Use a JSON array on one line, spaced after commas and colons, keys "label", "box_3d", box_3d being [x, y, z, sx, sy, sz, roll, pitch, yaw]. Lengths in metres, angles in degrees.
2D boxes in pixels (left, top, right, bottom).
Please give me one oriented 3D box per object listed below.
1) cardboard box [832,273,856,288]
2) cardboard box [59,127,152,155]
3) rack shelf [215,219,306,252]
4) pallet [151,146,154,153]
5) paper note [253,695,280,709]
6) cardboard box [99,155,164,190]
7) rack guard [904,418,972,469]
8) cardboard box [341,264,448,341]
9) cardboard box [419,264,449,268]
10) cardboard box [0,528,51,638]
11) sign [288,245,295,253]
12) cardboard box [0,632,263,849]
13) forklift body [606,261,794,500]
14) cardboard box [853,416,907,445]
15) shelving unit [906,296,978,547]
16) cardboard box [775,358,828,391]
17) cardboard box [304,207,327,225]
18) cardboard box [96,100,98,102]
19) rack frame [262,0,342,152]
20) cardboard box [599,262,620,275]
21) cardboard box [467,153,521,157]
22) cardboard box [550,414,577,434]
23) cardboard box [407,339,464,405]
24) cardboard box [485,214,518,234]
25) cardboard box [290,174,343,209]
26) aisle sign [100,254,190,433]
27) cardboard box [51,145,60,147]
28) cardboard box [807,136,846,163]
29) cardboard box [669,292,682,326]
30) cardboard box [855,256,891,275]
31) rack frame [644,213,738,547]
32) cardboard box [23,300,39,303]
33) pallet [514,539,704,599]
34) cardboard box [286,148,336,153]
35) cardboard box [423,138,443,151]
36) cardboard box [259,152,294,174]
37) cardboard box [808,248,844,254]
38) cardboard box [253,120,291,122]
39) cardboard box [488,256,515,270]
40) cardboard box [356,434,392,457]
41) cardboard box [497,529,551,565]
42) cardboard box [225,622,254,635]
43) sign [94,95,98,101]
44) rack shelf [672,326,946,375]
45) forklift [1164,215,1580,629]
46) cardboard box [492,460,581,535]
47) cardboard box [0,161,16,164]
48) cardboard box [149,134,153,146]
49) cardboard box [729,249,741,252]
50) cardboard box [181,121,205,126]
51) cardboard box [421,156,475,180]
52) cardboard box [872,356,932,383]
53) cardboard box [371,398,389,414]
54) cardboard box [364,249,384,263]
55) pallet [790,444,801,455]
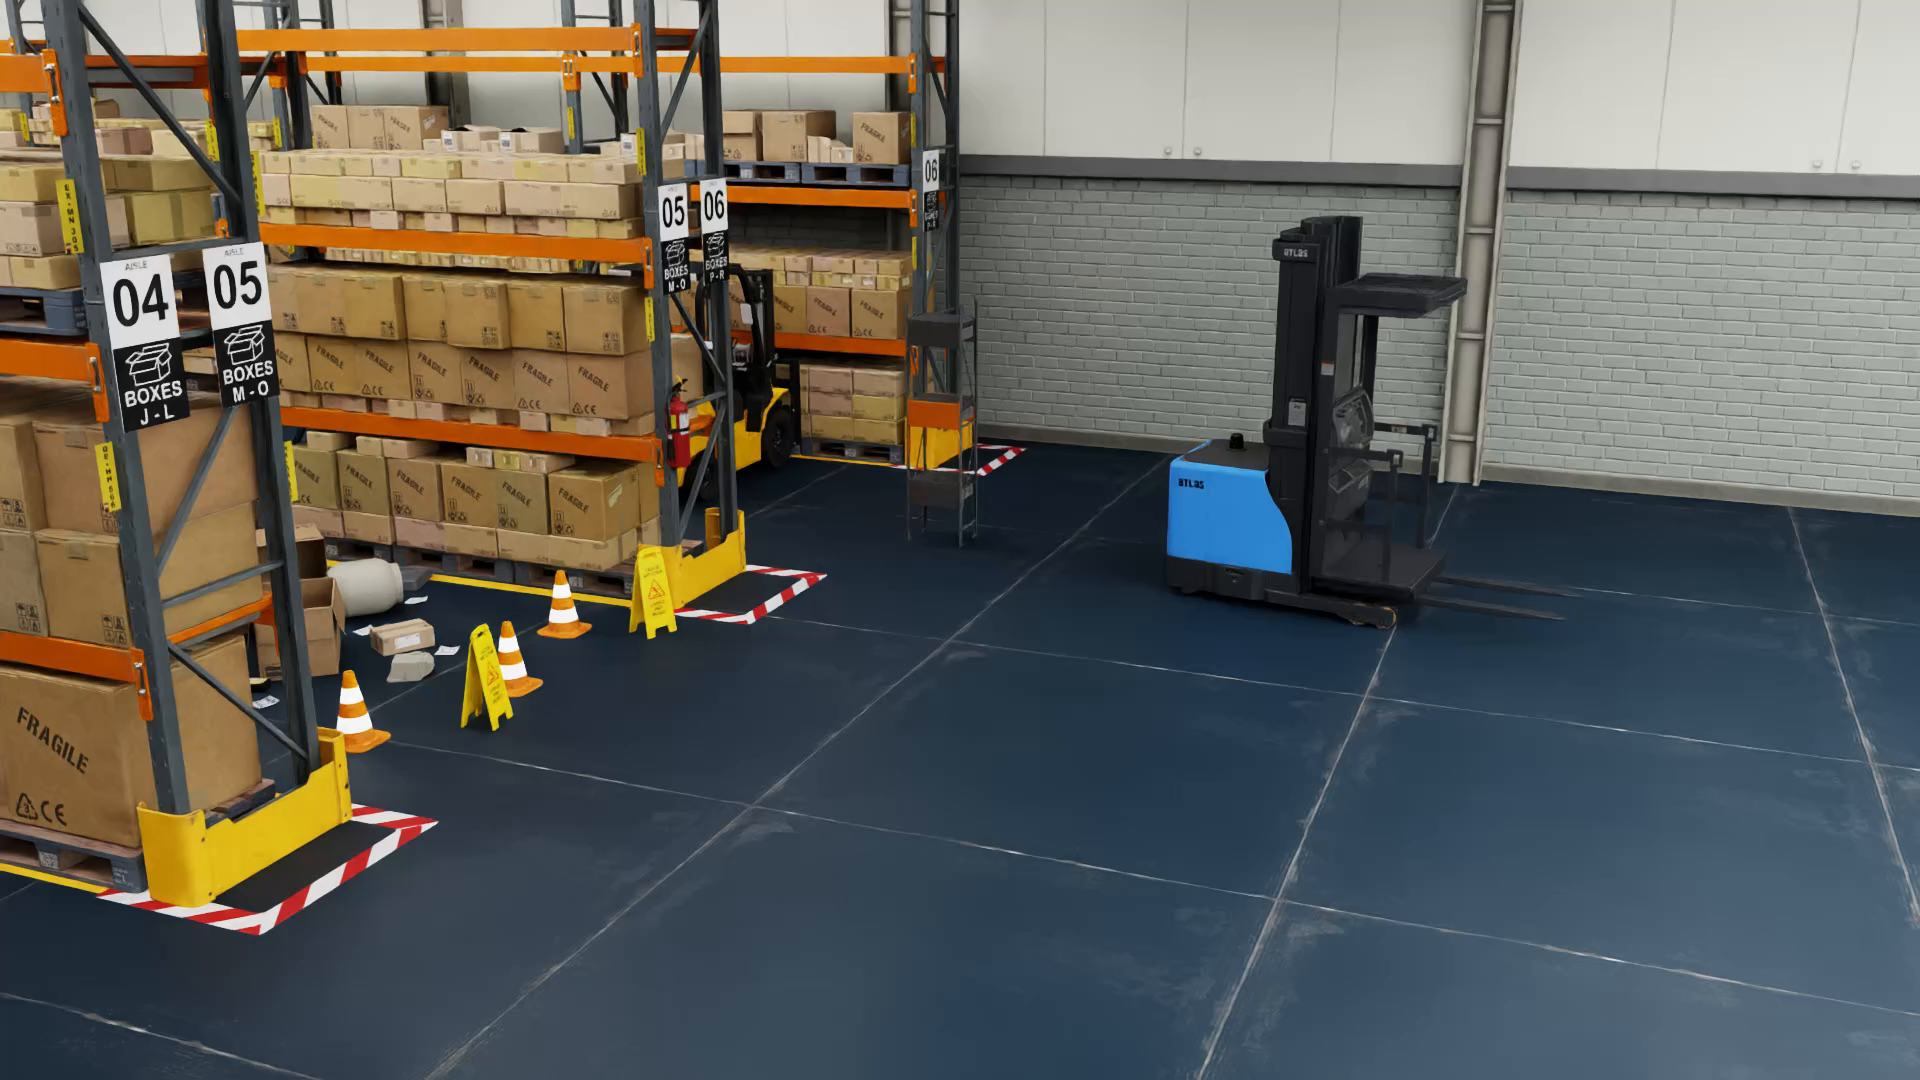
[{"label": "cardboard box", "box_3d": [-1.137, -2.729, 17.352, 0.250, 0.149, 0.380, 7, 17, 22]}, {"label": "cardboard box", "box_3d": [-7.326, -3.403, 14.253, 0.500, 0.250, 0.500, 7, 17, 22]}, {"label": "rack shelf", "box_3d": [-7.643, -2.767, 14.735, 4.000, 0.370, 1.077, 6, 17, 21]}, {"label": "pallet", "box_3d": [-9.860, -4.734, 20.556, 1.003, 0.211, 1.213, 6, 17, 21]}, {"label": "paper note", "box_3d": [-4.581, 1.066, 10.950, 0.142, 0.017, 0.144, 14, 21, 40]}, {"label": "cardboard box", "box_3d": [-4.210, -1.859, 8.405, 0.250, 0.149, 0.380, 6, 17, 21]}, {"label": "rack guard", "box_3d": [-0.221, -1.143, 17.714, 0.348, 0.500, 1.175, 6, 17, 21]}, {"label": "cardboard box", "box_3d": [-4.528, -1.921, 13.404, 0.500, 0.500, 0.700, 6, 17, 19]}, {"label": "cardboard box", "box_3d": [-5.932, -3.068, 19.234, 0.500, 0.250, 0.500, 7, 17, 21]}, {"label": "cardboard box", "box_3d": [-4.665, 0.087, 8.725, 0.550, 0.550, 0.875, 6, 17, 21]}, {"label": "sign", "box_3d": [-7.876, -3.541, 19.555, 0.005, 0.325, 0.100, 6, 17, 21]}, {"label": "cardboard box", "box_3d": [-4.439, 1.002, 8.898, 0.875, 0.875, 0.875, 6, 17, 21]}, {"label": "forklift body", "box_3d": [-2.677, -1.659, 16.531, 1.214, 2.155, 2.313, 6, 17, 21]}, {"label": "cardboard box", "box_3d": [-0.797, -1.193, 17.582, 0.500, 0.250, 0.500, 6, 17, 21]}, {"label": "shelving unit", "box_3d": [-0.154, -1.025, 14.439, 0.503, 2.100, 0.431, 6, 17, 21]}, {"label": "cardboard box", "box_3d": [-1.737, -1.773, 17.787, 0.500, 0.250, 0.500, 7, 17, 21]}, {"label": "cardboard box", "box_3d": [-5.088, -2.654, 13.505, 0.250, 0.149, 0.380, 6, 17, 21]}, {"label": "cardboard box", "box_3d": [-11.097, -5.471, 21.001, 0.258, 0.266, 0.396, 6, 17, 20]}, {"label": "rack frame", "box_3d": [-7.686, -6.045, 19.357, 0.127, 3.000, 1.000, 6, 17, 21]}, {"label": "cardboard box", "box_3d": [-3.765, -3.014, 18.332, 0.250, 0.149, 0.380, 6, 17, 20]}, {"label": "cardboard box", "box_3d": [-3.721, -3.014, 13.316, 0.250, 0.149, 0.380, 7, 17, 22]}, {"label": "cardboard box", "box_3d": [-2.995, -0.949, 13.014, 0.250, 0.149, 0.380, 6, 17, 20]}, {"label": "cardboard box", "box_3d": [-4.060, -1.394, 13.384, 0.500, 0.500, 0.500, 6, 17, 21]}, {"label": "cardboard box", "box_3d": [-3.435, -2.451, 12.808, 0.250, 0.149, 0.380, 6, 17, 20]}, {"label": "cardboard box", "box_3d": [-4.990, -2.812, 13.336, 0.500, 0.250, 0.500, 6, 17, 20]}, {"label": "aisle sign", "box_3d": [-3.828, -0.928, 7.825, 0.004, 0.787, 0.394, 6, 17, 21]}, {"label": "cardboard box", "box_3d": [-11.773, -5.210, 21.597, 0.500, 0.250, 0.500, 6, 17, 19]}, {"label": "cardboard box", "box_3d": [-1.362, -4.004, 17.012, 0.258, 0.266, 0.396, 6, 17, 21]}, {"label": "cardboard box", "box_3d": [-3.157, -2.641, 18.212, 0.500, 0.500, 0.500, 7, 17, 22]}, {"label": "cardboard box", "box_3d": [-0.895, -2.848, 17.226, 0.250, 0.149, 0.380, 6, 17, 21]}, {"label": "rack frame", "box_3d": [-2.062, -1.058, 12.939, 0.127, 3.000, 1.000, 6, 17, 21]}, {"label": "cardboard box", "box_3d": [-8.186, -2.059, 14.920, 0.500, 0.500, 0.500, 7, 17, 22]}, {"label": "pallet", "box_3d": [-2.875, 0.181, 13.672, 1.213, 0.211, 1.003, 6, 17, 21]}, {"label": "cardboard box", "box_3d": [-5.408, -3.194, 13.937, 0.250, 0.149, 0.380, 7, 17, 22]}, {"label": "cardboard box", "box_3d": [-5.817, -4.437, 18.716, 0.250, 0.149, 0.380, 6, 17, 20]}, {"label": "cardboard box", "box_3d": [-5.609, -3.053, 13.451, 0.250, 0.149, 0.380, 6, 17, 20]}, {"label": "cardboard box", "box_3d": [-1.439, -3.047, 17.911, 0.250, 0.149, 0.380, 7, 18, 22]}, {"label": "cardboard box", "box_3d": [-8.381, -5.035, 20.277, 0.250, 0.149, 0.380, 6, 17, 20]}, {"label": "cardboard box", "box_3d": [-5.112, -3.145, 18.784, 0.250, 0.149, 0.380, 6, 17, 19]}, {"label": "cardboard box", "box_3d": [-4.760, -0.809, 13.752, 0.250, 0.149, 0.380, 7, 18, 23]}, {"label": "cardboard box", "box_3d": [-3.391, -0.007, 13.498, 0.500, 0.250, 0.500, 6, 17, 21]}, {"label": "cardboard box", "box_3d": [-5.497, 0.459, 11.947, 0.503, 0.637, 0.797, 6, 17, 21]}, {"label": "sign", "box_3d": [-11.206, -5.596, 21.555, 0.005, 0.325, 0.100, 6, 17, 21]}, {"label": "rack shelf", "box_3d": [-2.104, -2.205, 18.179, 4.000, 0.370, 1.077, 6, 17, 21]}, {"label": "forklift", "box_3d": [3.163, -0.911, 12.554, 3.031, 2.935, 1.130, 9, 18, 28]}, {"label": "cardboard box", "box_3d": [-3.389, -0.366, 13.389, 0.500, 0.500, 0.500, 7, 18, 23]}, {"label": "cardboard box", "box_3d": [-4.692, -1.715, 7.909, 0.250, 0.149, 0.380, 7, 17, 22]}, {"label": "cardboard box", "box_3d": [-9.835, -4.859, 20.168, 0.250, 0.149, 0.380, 7, 17, 22]}, {"label": "cardboard box", "box_3d": [-2.550, -3.037, 17.878, 0.250, 0.149, 0.380, 6, 17, 20]}, {"label": "cardboard box", "box_3d": [-9.086, -4.933, 19.926, 0.250, 0.149, 0.380, 6, 17, 19]}, {"label": "cardboard box", "box_3d": [-3.923, -2.867, 12.810, 0.250, 0.149, 0.380, 7, 18, 22]}, {"label": "cardboard box", "box_3d": [-0.621, -1.806, 17.898, 0.500, 0.250, 0.500, 6, 17, 20]}, {"label": "cardboard box", "box_3d": [-4.618, -1.146, 13.692, 0.250, 0.149, 0.380, 6, 17, 20]}, {"label": "cardboard box", "box_3d": [-6.752, -3.345, 19.472, 0.250, 0.149, 0.380, 6, 17, 21]}, {"label": "pallet", "box_3d": [-2.101, -1.200, 18.427, 1.213, 0.211, 1.003, 6, 17, 21]}]
